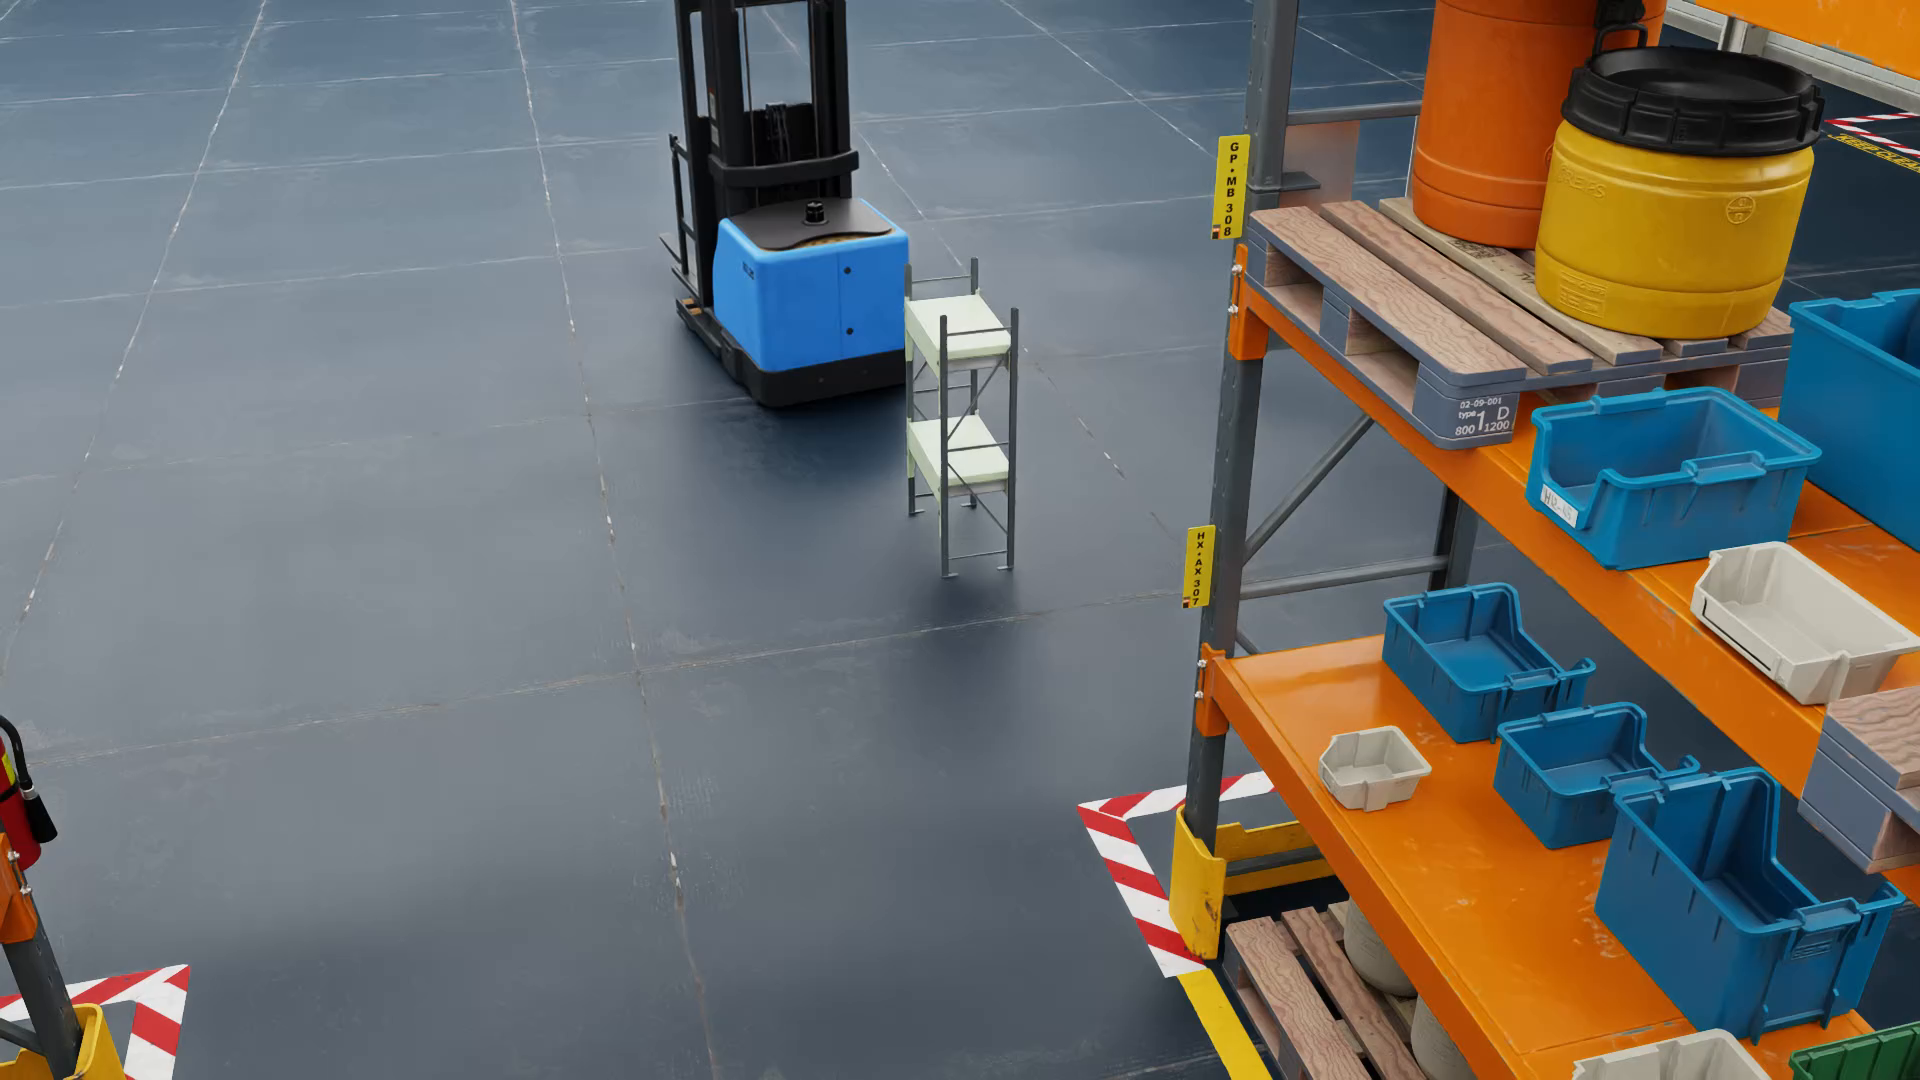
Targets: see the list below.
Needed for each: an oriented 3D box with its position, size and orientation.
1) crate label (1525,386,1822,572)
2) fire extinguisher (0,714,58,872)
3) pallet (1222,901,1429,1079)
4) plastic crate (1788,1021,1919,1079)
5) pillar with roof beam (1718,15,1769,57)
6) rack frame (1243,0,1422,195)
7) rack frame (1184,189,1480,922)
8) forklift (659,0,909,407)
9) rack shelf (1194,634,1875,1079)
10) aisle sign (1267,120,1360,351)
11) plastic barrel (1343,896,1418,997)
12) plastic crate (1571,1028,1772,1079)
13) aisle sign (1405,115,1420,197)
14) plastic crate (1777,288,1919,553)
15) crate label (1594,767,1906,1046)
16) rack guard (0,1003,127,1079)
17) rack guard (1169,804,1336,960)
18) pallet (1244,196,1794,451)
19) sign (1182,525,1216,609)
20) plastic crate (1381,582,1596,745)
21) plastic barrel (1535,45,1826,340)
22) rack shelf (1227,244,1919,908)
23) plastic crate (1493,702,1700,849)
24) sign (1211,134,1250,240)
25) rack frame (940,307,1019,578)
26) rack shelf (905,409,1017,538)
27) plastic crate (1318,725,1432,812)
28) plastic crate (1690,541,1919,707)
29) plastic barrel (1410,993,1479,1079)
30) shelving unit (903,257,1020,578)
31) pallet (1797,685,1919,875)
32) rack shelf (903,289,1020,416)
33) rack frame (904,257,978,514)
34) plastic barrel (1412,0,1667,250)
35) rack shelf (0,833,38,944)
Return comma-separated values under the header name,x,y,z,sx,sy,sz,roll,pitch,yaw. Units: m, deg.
name,x,y,z,sx,sy,sz,roll,pitch,yaw
crate label,1.544,-0.142,3.654,0.502,0.251,0.408,-8,31,-13
fire extinguisher,-2.995,0.720,5.089,0.296,0.674,0.183,-8,31,-13
pallet,1.642,1.775,5.973,1.003,0.211,1.213,-8,31,-13
plastic crate,2.340,1.475,3.919,0.450,0.188,0.662,-8,31,-13
pillar with roof beam,4.602,-8.770,15.418,9.100,9.000,0.400,-8,31,-13
rack frame,1.366,-2.452,4.503,1.000,3.000,0.127,-8,31,-13
rack frame,1.366,0.144,6.006,1.000,3.000,0.127,-8,31,-13
forklift,-1.387,-2.831,11.216,1.130,2.935,3.031,-13,33,-21
rack shelf,1.897,1.422,4.518,1.077,0.370,4.000,-8,31,-13
aisle sign,1.065,-0.977,5.348,0.394,0.787,0.004,-8,31,-13
plastic barrel,1.614,1.347,5.993,0.421,0.512,0.421,0,30,0
plastic crate,1.753,1.440,4.031,0.530,0.136,0.437,-8,31,-13
aisle sign,1.633,-1.055,5.483,0.394,0.787,0.004,-8,31,-13
plastic crate,2.163,-0.266,3.737,0.392,0.384,0.575,-8,31,-13
crate label,2.115,0.982,4.524,0.502,0.435,0.616,-8,31,-13
rack guard,-3.389,1.921,5.431,1.175,0.500,0.348,-8,31,-13
rack guard,1.432,1.257,6.580,1.175,0.500,0.348,-8,31,-13
pallet,1.491,-0.660,4.589,1.003,0.211,1.213,-8,31,-13
sign,0.835,0.096,5.814,0.100,0.325,0.005,-8,31,-13
plastic crate,1.787,0.411,5.695,0.499,0.251,0.616,-8,31,-13
plastic barrel,1.791,-0.883,4.180,0.600,0.588,0.600,0,30,0
rack shelf,1.897,0.123,3.766,1.077,0.370,4.000,-8,31,-13
plastic crate,1.954,0.725,5.151,0.499,0.251,0.408,-8,31,-13
sign,0.835,-1.087,5.130,0.100,0.325,0.005,-8,31,-13
rack frame,0.095,-0.476,8.574,0.400,1.500,0.023,-8,31,-13
rack shelf,-0.002,-0.370,9.043,0.431,0.370,0.720,-8,31,-13
plastic crate,1.293,0.733,5.252,0.298,0.136,0.250,-8,31,-13
plastic crate,1.612,0.171,3.230,0.243,0.136,0.396,-8,31,-13
plastic barrel,1.748,1.589,5.574,0.421,0.512,0.421,0,30,0
shelving unit,-0.002,-0.652,8.880,0.431,1.500,0.755,-8,31,-13
pallet,2.142,0.524,2.544,1.213,0.211,1.003,-8,31,-13
rack shelf,-0.002,-0.990,8.684,0.431,0.370,0.720,-8,31,-13
rack frame,-0.099,-0.829,9.185,0.400,1.500,0.023,-8,31,-13
plastic barrel,1.618,-1.304,4.666,0.600,0.830,0.708,-8,31,-13
rack shelf,-2.878,2.080,3.380,1.077,0.370,4.000,-8,31,-13
